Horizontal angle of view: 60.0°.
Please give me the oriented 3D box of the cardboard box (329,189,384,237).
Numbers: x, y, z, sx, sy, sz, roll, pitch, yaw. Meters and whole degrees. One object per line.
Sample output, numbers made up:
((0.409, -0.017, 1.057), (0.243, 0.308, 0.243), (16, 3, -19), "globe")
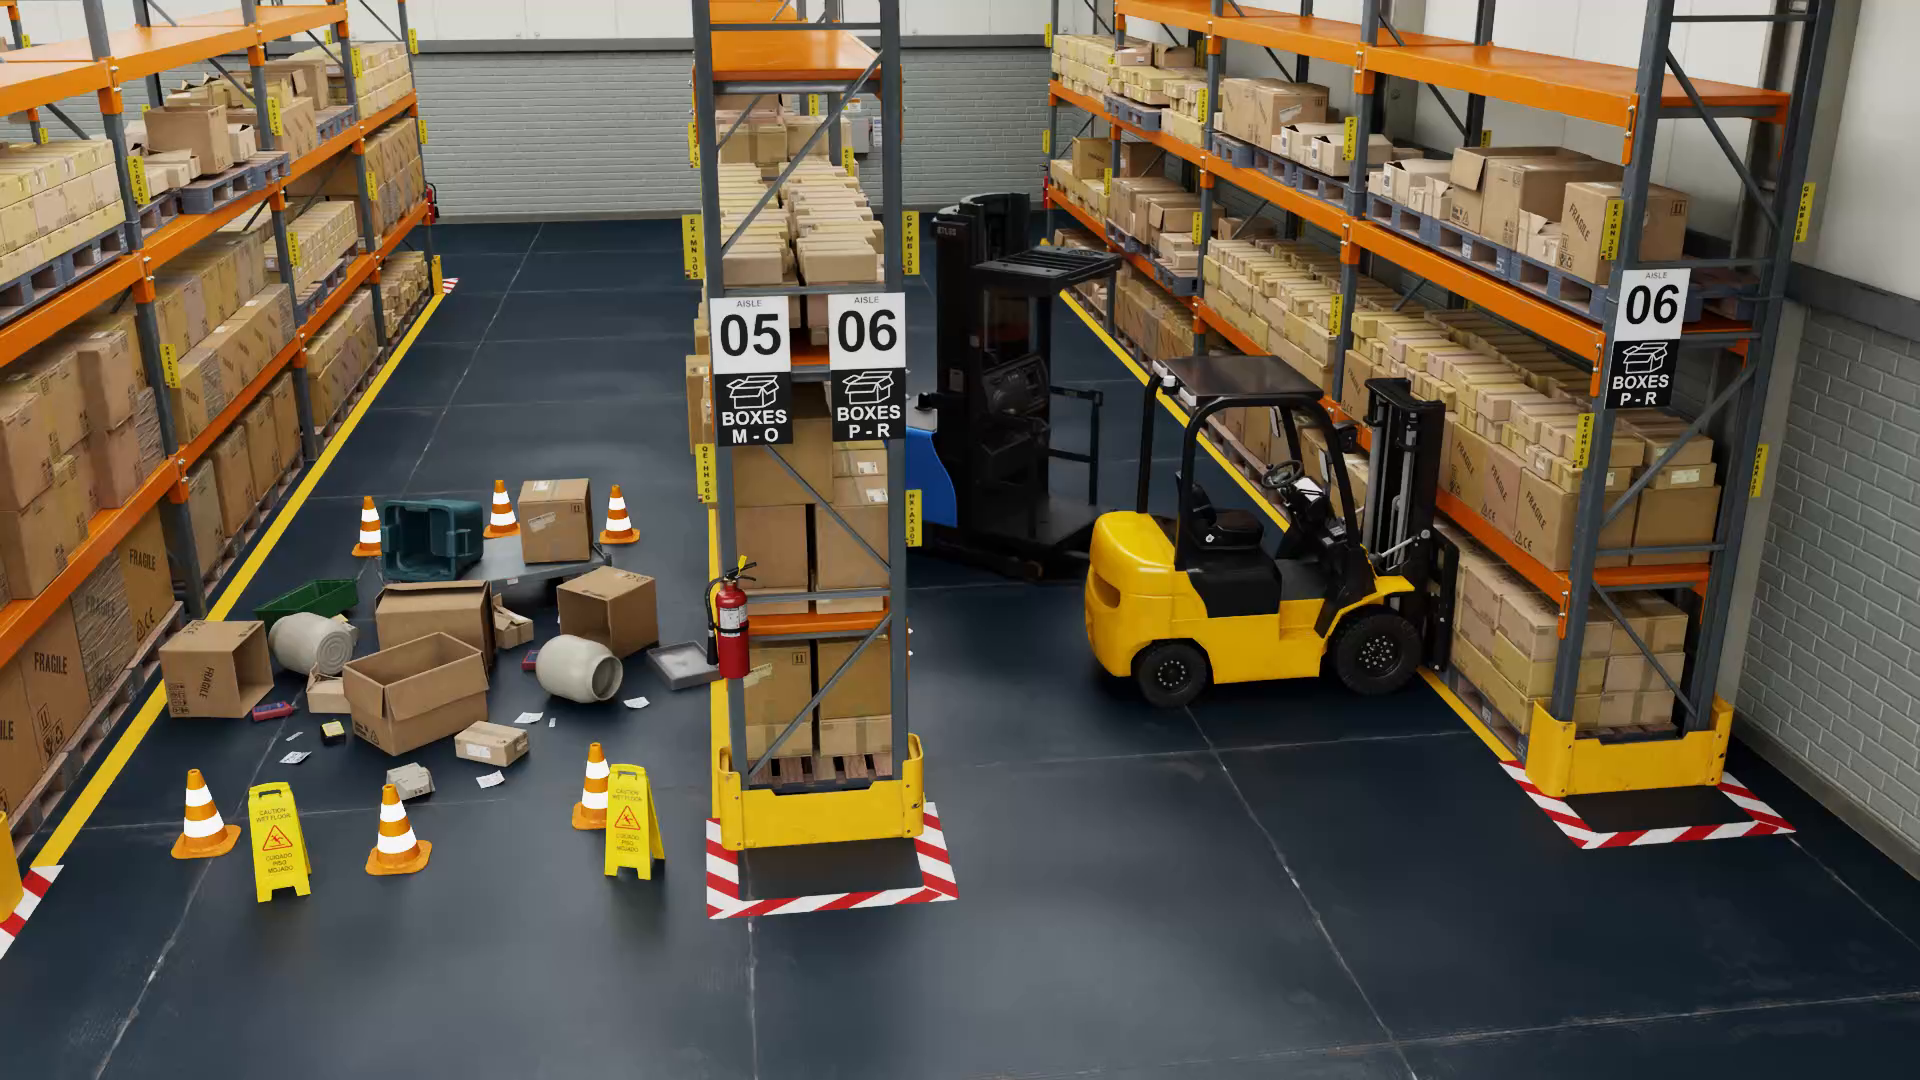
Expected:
((-7.232, -3.926, 19.947), (0.500, 0.500, 0.500), (-3, 21, -9), "cardboard box")

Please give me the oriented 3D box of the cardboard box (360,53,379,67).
((-7.355, -5.882, 20.395), (0.380, 0.149, 0.250), (-2, 21, -5), "cardboard box")

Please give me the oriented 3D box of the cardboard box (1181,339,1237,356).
((2.688, -1.868, 17.978), (0.500, 0.500, 0.500), (-2, 21, -6), "cardboard box")

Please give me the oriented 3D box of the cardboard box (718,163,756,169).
((-1.651, -2.606, 11.913), (0.380, 0.149, 0.250), (-3, 21, -9), "cardboard box")

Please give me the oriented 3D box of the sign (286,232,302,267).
((-6.285, -2.742, 15.690), (0.100, 0.325, 0.005), (-3, 21, -8), "sign")

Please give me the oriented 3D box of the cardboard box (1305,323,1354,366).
((3.214, -1.643, 13.902), (0.500, 0.250, 0.500), (-3, 21, -9), "cardboard box")

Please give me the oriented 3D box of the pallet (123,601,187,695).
((-6.225, 0.788, 11.879), (1.003, 0.211, 1.213), (-3, 21, -8), "pallet")

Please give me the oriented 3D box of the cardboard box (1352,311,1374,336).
((3.269, -1.780, 13.699), (0.380, 0.149, 0.250), (-2, 21, -6), "cardboard box")

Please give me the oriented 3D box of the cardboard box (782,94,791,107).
((-2.192, -5.106, 18.914), (0.500, 0.311, 0.500), (-3, 21, -8), "cardboard box")

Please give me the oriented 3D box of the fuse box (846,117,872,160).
((-1.840, -6.628, 29.591), (0.539, 1.711, 0.414), (-3, 21, -8), "fuse box")

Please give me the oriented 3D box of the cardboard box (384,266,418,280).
((-7.449, -3.554, 22.142), (0.380, 0.149, 0.250), (-2, 21, -6), "cardboard box")

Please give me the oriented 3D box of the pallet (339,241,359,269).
((-7.444, -3.194, 18.828), (1.003, 0.211, 1.213), (-3, 21, -8), "pallet")

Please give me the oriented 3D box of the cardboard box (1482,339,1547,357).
((4.045, -1.363, 12.156), (0.380, 0.149, 0.250), (-3, 21, -9), "cardboard box")

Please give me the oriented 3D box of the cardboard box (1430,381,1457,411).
((3.527, -1.013, 11.645), (0.380, 0.149, 0.250), (-3, 21, -9), "cardboard box")

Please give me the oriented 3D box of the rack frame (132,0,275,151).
((-6.834, -4.981, 14.765), (1.000, 3.000, 0.127), (-3, 21, -8), "rack frame")

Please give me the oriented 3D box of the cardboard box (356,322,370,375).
((-6.981, -2.160, 18.759), (0.500, 0.500, 0.500), (-3, 21, -9), "cardboard box")

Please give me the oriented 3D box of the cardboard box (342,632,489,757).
((-3.555, 1.004, 10.884), (0.637, 0.503, 0.797), (17, 27, 39), "cardboard box")

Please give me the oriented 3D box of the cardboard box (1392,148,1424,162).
((3.610, -3.157, 13.784), (0.380, 0.149, 0.250), (-3, 21, -8), "cardboard box")

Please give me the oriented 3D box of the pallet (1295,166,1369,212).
((3.398, -2.942, 13.867), (0.805, 0.209, 1.217), (-4, 21, -10), "pallet")

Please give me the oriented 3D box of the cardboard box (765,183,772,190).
((-1.581, -2.379, 11.874), (0.500, 0.250, 0.500), (-3, 21, -9), "cardboard box")

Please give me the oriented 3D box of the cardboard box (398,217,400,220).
((-7.562, -4.274, 21.805), (0.380, 0.149, 0.250), (-4, 21, -10), "cardboard box")

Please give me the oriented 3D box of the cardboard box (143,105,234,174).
((-6.306, -3.279, 13.608), (0.500, 0.500, 0.500), (-3, 21, -8), "cardboard box")

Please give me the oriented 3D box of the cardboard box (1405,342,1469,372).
((3.463, -1.330, 12.069), (0.380, 0.149, 0.250), (-3, 21, -9), "cardboard box")

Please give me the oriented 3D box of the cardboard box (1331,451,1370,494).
((3.297, -0.516, 13.285), (0.500, 0.250, 0.500), (-3, 21, -9), "cardboard box")

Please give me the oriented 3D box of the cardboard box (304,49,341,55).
((-8.060, -6.122, 21.037), (0.380, 0.149, 0.250), (-2, 21, -6), "cardboard box")

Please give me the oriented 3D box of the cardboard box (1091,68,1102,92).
((1.982, -5.900, 21.302), (0.500, 0.250, 0.500), (-4, 21, -10), "cardboard box")

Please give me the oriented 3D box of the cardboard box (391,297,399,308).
((-7.395, -3.053, 21.228), (0.380, 0.149, 0.250), (-2, 21, -5), "cardboard box")

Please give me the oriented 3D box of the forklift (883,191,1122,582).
((0.628, -1.245, 13.436), (3.031, 2.935, 1.130), (13, 24, 31), "forklift")

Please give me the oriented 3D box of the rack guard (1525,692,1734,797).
((4.118, 1.242, 10.250), (1.175, 0.500, 0.348), (-3, 21, -8), "rack guard")

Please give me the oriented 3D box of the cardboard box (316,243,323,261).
((-6.892, -3.012, 17.402), (0.380, 0.149, 0.250), (-3, 21, -8), "cardboard box")

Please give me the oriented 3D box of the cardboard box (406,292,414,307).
((-7.448, -3.185, 22.004), (0.380, 0.149, 0.250), (-3, 21, -7), "cardboard box")

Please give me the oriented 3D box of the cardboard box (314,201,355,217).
((-7.159, -3.784, 19.044), (0.380, 0.149, 0.250), (-2, 21, -5), "cardboard box")

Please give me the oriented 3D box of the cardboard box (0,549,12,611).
((-5.880, 0.213, 9.217), (0.875, 0.550, 0.550), (-3, 21, -8), "cardboard box")

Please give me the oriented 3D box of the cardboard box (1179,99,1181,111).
((2.576, -4.695, 17.931), (0.380, 0.149, 0.250), (-3, 21, -7), "cardboard box")

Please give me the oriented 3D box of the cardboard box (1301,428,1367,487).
((3.452, -0.586, 14.367), (0.875, 0.625, 0.625), (-2, 21, -5), "cardboard box")

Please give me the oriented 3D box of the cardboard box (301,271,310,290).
((-6.777, -2.601, 16.726), (0.380, 0.149, 0.250), (-2, 21, -5), "cardboard box")

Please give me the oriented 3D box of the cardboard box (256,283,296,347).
((-6.503, -2.075, 15.416), (0.500, 0.500, 0.500), (-3, 21, -8), "cardboard box")

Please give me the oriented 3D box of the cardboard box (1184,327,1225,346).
((2.639, -2.195, 17.925), (0.380, 0.149, 0.250), (-4, 21, -10), "cardboard box")

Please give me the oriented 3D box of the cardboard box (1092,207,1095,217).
((1.957, -4.342, 21.987), (0.380, 0.149, 0.250), (-2, 21, -6), "cardboard box")

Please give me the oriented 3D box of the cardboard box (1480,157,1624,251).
((3.761, -2.133, 10.542), (0.700, 0.500, 0.500), (-3, 21, -7), "cardboard box")

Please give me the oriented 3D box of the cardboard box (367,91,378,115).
((-7.297, -5.237, 19.952), (0.500, 0.250, 0.500), (-3, 21, -9), "cardboard box")

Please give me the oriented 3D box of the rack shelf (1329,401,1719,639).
((3.826, -0.293, 11.815), (1.077, 0.370, 4.000), (-3, 21, -8), "rack shelf")

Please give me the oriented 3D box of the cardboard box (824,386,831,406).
((-0.903, -0.758, 11.465), (0.500, 0.500, 0.500), (-2, 21, -6), "cardboard box")

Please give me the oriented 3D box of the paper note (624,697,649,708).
((-2.195, 1.101, 11.298), (0.142, 0.019, 0.148), (-11, 23, -26), "paper note")

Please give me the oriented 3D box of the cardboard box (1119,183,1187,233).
((2.308, -3.977, 19.909), (0.700, 0.500, 0.500), (-3, 21, -7), "cardboard box")

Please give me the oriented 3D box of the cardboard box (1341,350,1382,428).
((3.343, -1.202, 13.079), (0.500, 0.500, 0.500), (-3, 21, -9), "cardboard box")

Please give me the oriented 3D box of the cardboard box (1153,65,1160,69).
((2.543, -5.664, 20.073), (0.380, 0.149, 0.250), (-3, 21, -9), "cardboard box")

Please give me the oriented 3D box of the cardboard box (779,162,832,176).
((-1.112, -2.633, 11.984), (0.380, 0.149, 0.250), (-2, 21, -7), "cardboard box")

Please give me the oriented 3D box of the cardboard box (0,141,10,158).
((-6.541, -2.547, 11.012), (0.380, 0.149, 0.250), (-3, 21, -7), "cardboard box")

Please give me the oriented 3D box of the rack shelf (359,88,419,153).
((-7.699, -5.316, 20.978), (1.077, 0.370, 4.000), (-3, 21, -8), "rack shelf")

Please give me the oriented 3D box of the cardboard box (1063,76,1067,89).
((1.642, -6.372, 23.135), (0.380, 0.149, 0.250), (-2, 21, -7), "cardboard box")

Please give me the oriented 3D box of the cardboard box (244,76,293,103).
((-6.770, -4.400, 16.260), (0.396, 0.266, 0.258), (-3, 21, -8), "cardboard box")

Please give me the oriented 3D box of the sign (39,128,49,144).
((-12.371, -5.401, 22.471), (0.100, 0.325, 0.005), (-3, 21, -8), "sign")

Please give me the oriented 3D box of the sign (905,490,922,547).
((-0.260, -0.118, 9.083), (0.100, 0.325, 0.005), (-3, 21, -8), "sign")

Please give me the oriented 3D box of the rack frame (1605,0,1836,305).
((4.114, -2.747, 8.785), (1.000, 3.000, 0.127), (-3, 21, -8), "rack frame")

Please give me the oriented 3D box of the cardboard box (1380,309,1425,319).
((3.699, -1.805, 13.767), (0.380, 0.149, 0.250), (-3, 21, -9), "cardboard box")

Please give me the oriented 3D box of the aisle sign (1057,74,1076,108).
((1.508, -6.703, 24.236), (0.394, 0.787, 0.004), (-3, 21, -8), "aisle sign")

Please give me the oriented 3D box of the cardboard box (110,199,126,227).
((-5.888, -2.207, 11.241), (0.380, 0.149, 0.250), (-3, 21, -8), "cardboard box")
